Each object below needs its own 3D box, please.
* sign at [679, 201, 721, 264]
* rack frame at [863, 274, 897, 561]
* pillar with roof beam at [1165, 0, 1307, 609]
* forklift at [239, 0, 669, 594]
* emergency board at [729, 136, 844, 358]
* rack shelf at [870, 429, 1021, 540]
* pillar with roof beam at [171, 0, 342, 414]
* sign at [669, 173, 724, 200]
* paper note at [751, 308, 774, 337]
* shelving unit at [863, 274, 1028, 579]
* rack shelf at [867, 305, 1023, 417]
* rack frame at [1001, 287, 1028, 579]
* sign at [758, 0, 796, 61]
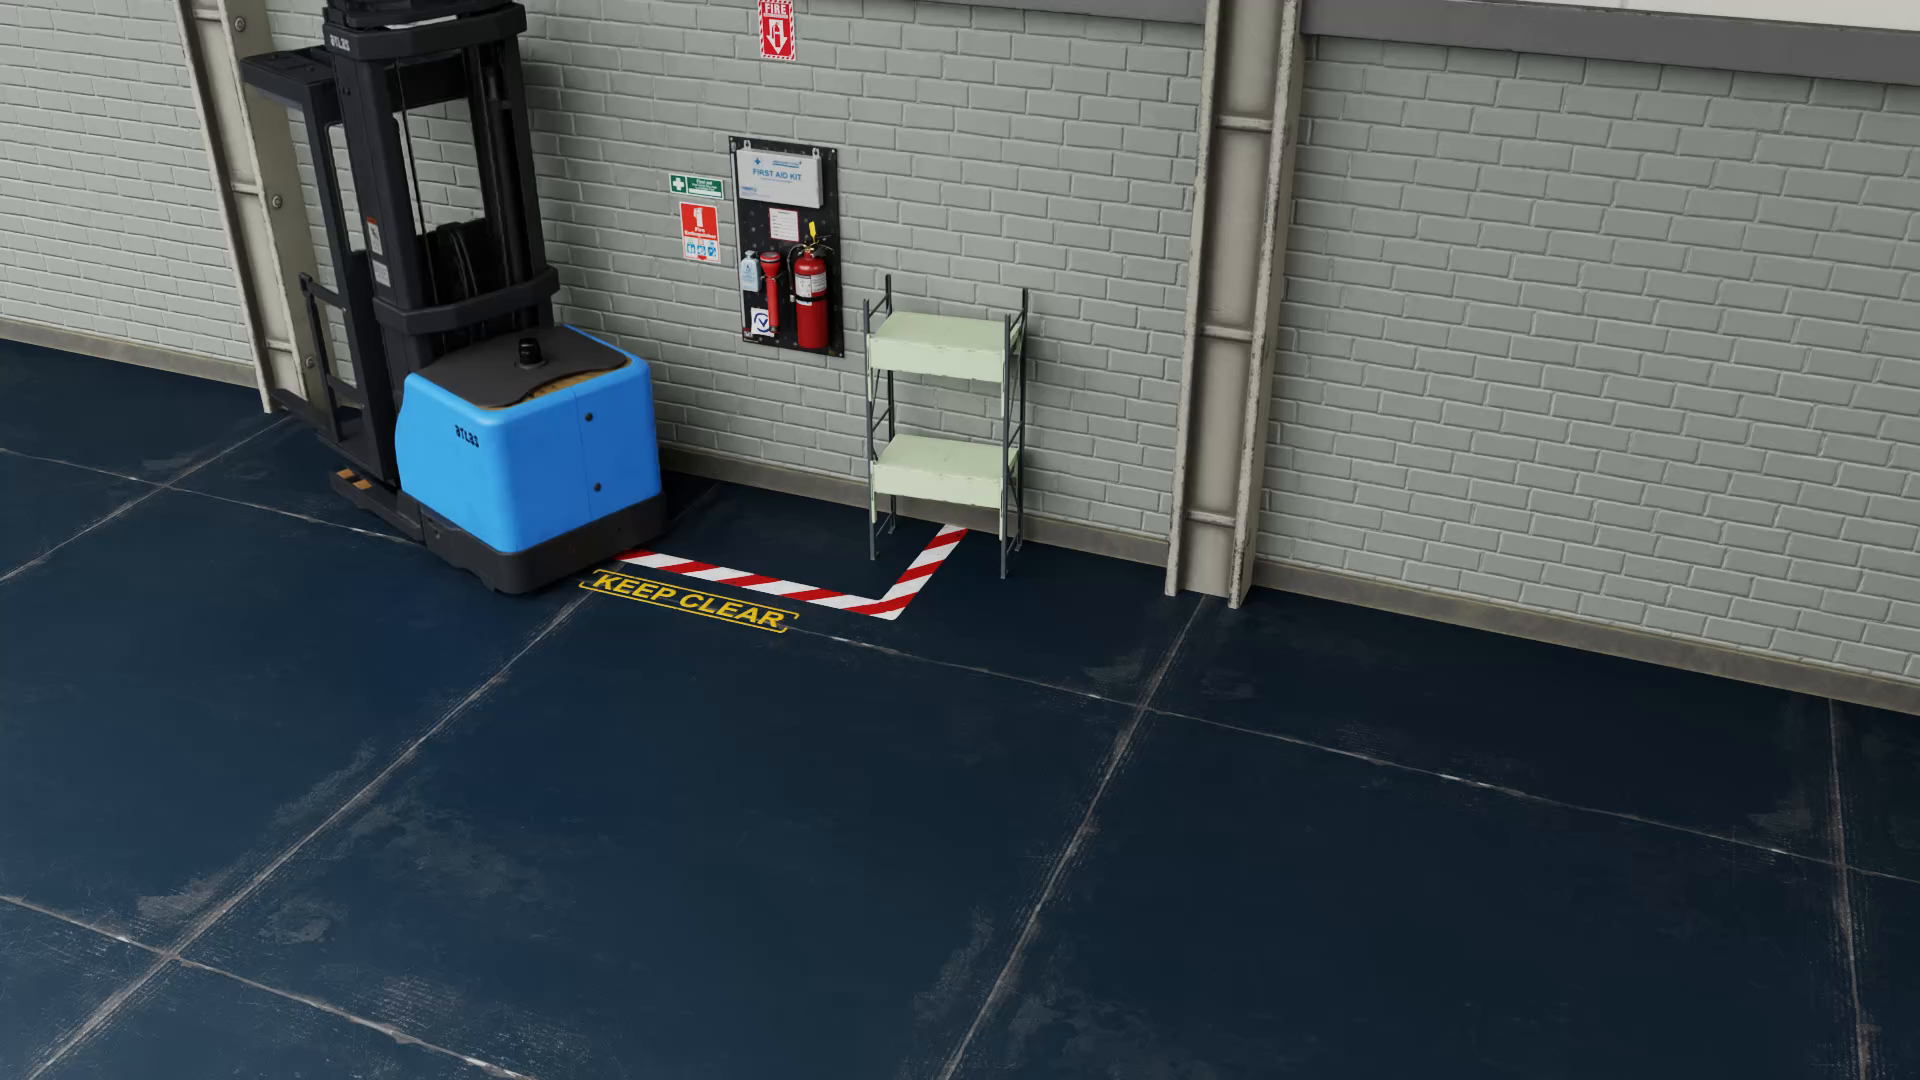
[{"bbox_3d":[-1.432,-1.693,9.161,0.234,0.329,0.001,11,31,19],"label":"sign"},{"bbox_3d":[-0.422,-0.636,8.851,0.023,1.500,0.400,8,30,14],"label":"rack frame"},{"bbox_3d":[-0.301,-1.703,3.117,0.400,9.000,9.100,11,31,19],"label":"pillar with roof beam"},{"bbox_3d":[-3.022,-1.615,9.129,3.031,2.935,1.130,26,38,37],"label":"forklift"},{"bbox_3d":[-0.958,-1.529,8.906,0.643,1.169,0.194,11,31,19],"label":"emergency board"},{"bbox_3d":[-0.070,-0.304,8.926,0.720,0.370,0.431,8,30,14],"label":"rack shelf"},{"bbox_3d":[-5.861,-2.813,5.081,0.400,9.000,9.100,11,31,19],"label":"pillar with roof beam"},{"bbox_3d":[-1.431,-1.919,9.022,0.331,0.109,0.001,11,31,19],"label":"sign"},{"bbox_3d":[-1.097,-1.209,9.236,0.142,0.148,0.016,11,31,19],"label":"paper note"},{"bbox_3d":[-0.070,-0.587,8.765,0.755,1.500,0.431,8,30,14],"label":"shelving unit"},{"bbox_3d":[-0.070,-0.927,8.573,0.720,0.370,0.431,8,30,14],"label":"rack shelf"},{"bbox_3d":[0.283,-0.539,8.679,0.023,1.500,0.400,8,30,14],"label":"rack frame"},{"bbox_3d":[-0.928,-2.585,8.419,0.199,0.298,0.001,11,31,19],"label":"sign"}]
